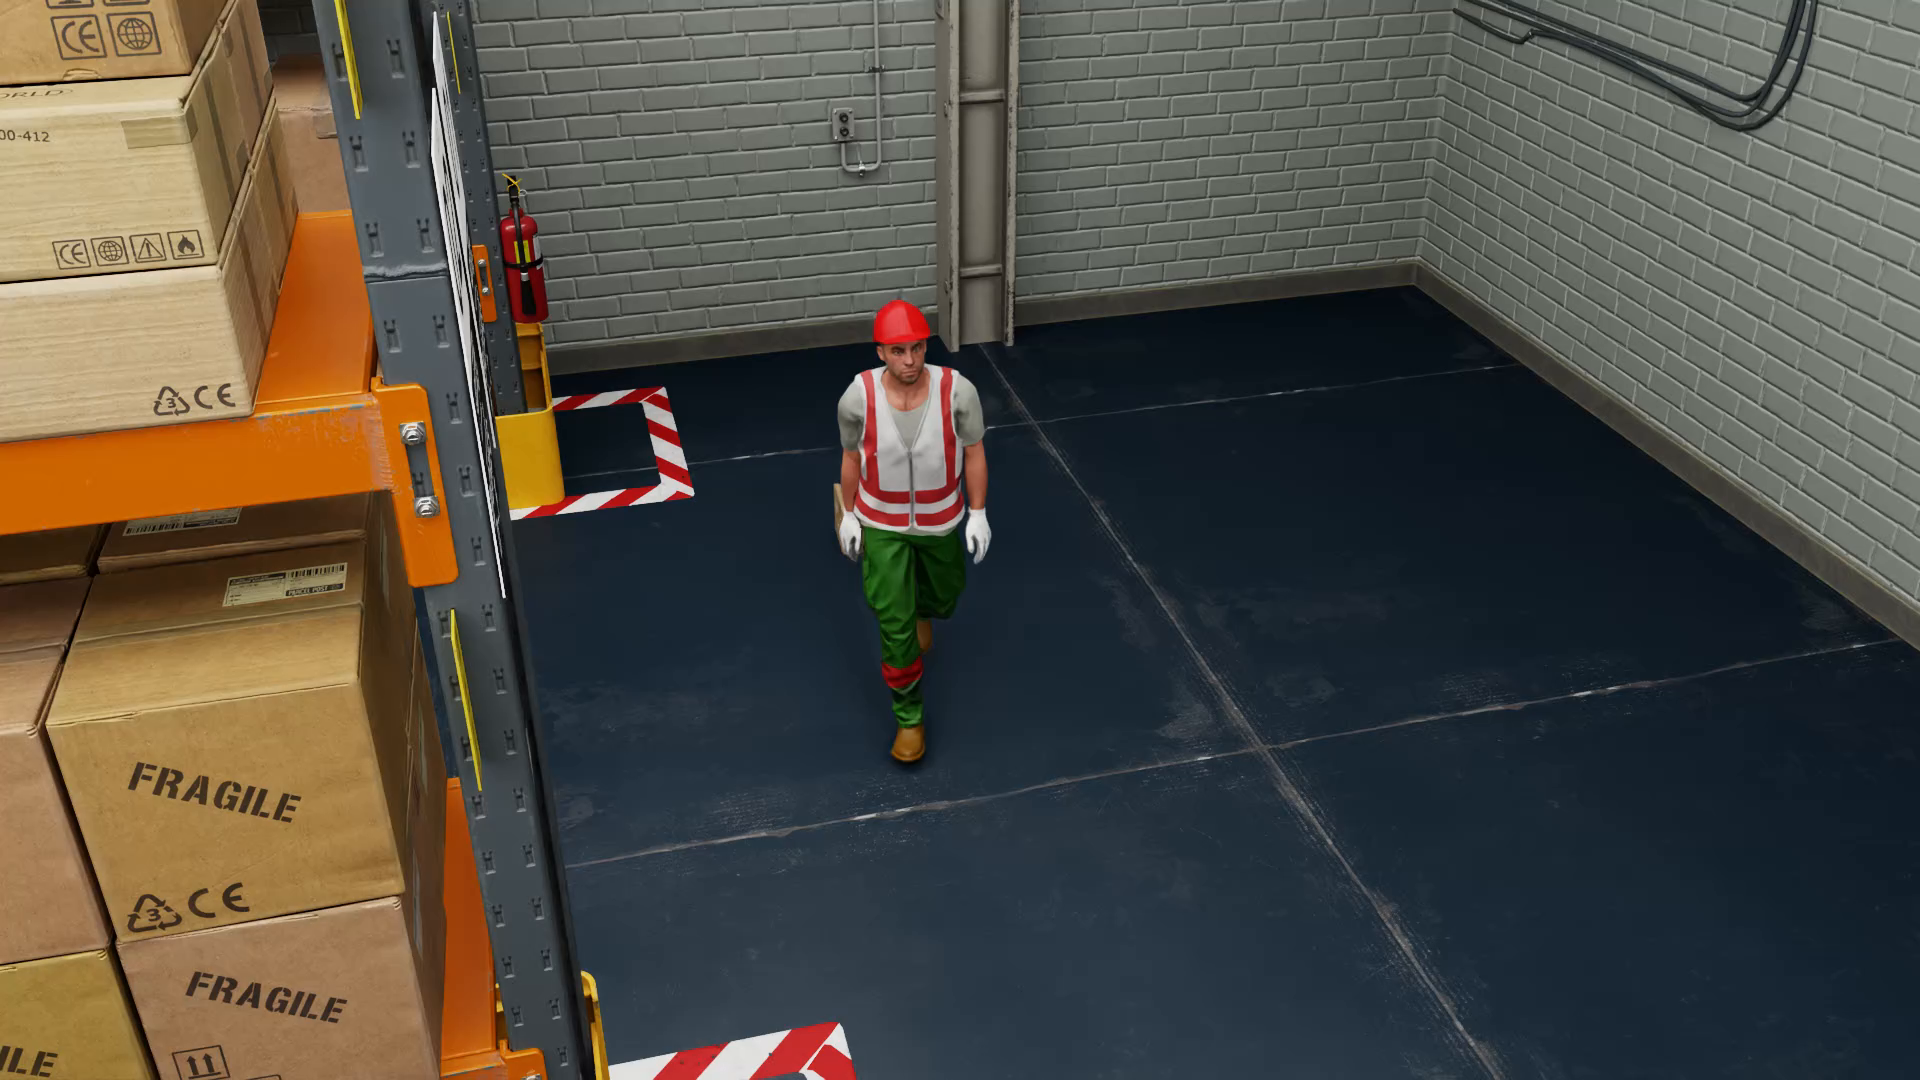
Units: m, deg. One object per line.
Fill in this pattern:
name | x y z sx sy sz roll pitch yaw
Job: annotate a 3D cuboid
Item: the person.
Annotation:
person | -0.179 -0.110 6.289 0.561 1.763 0.926 -4 30 -6
